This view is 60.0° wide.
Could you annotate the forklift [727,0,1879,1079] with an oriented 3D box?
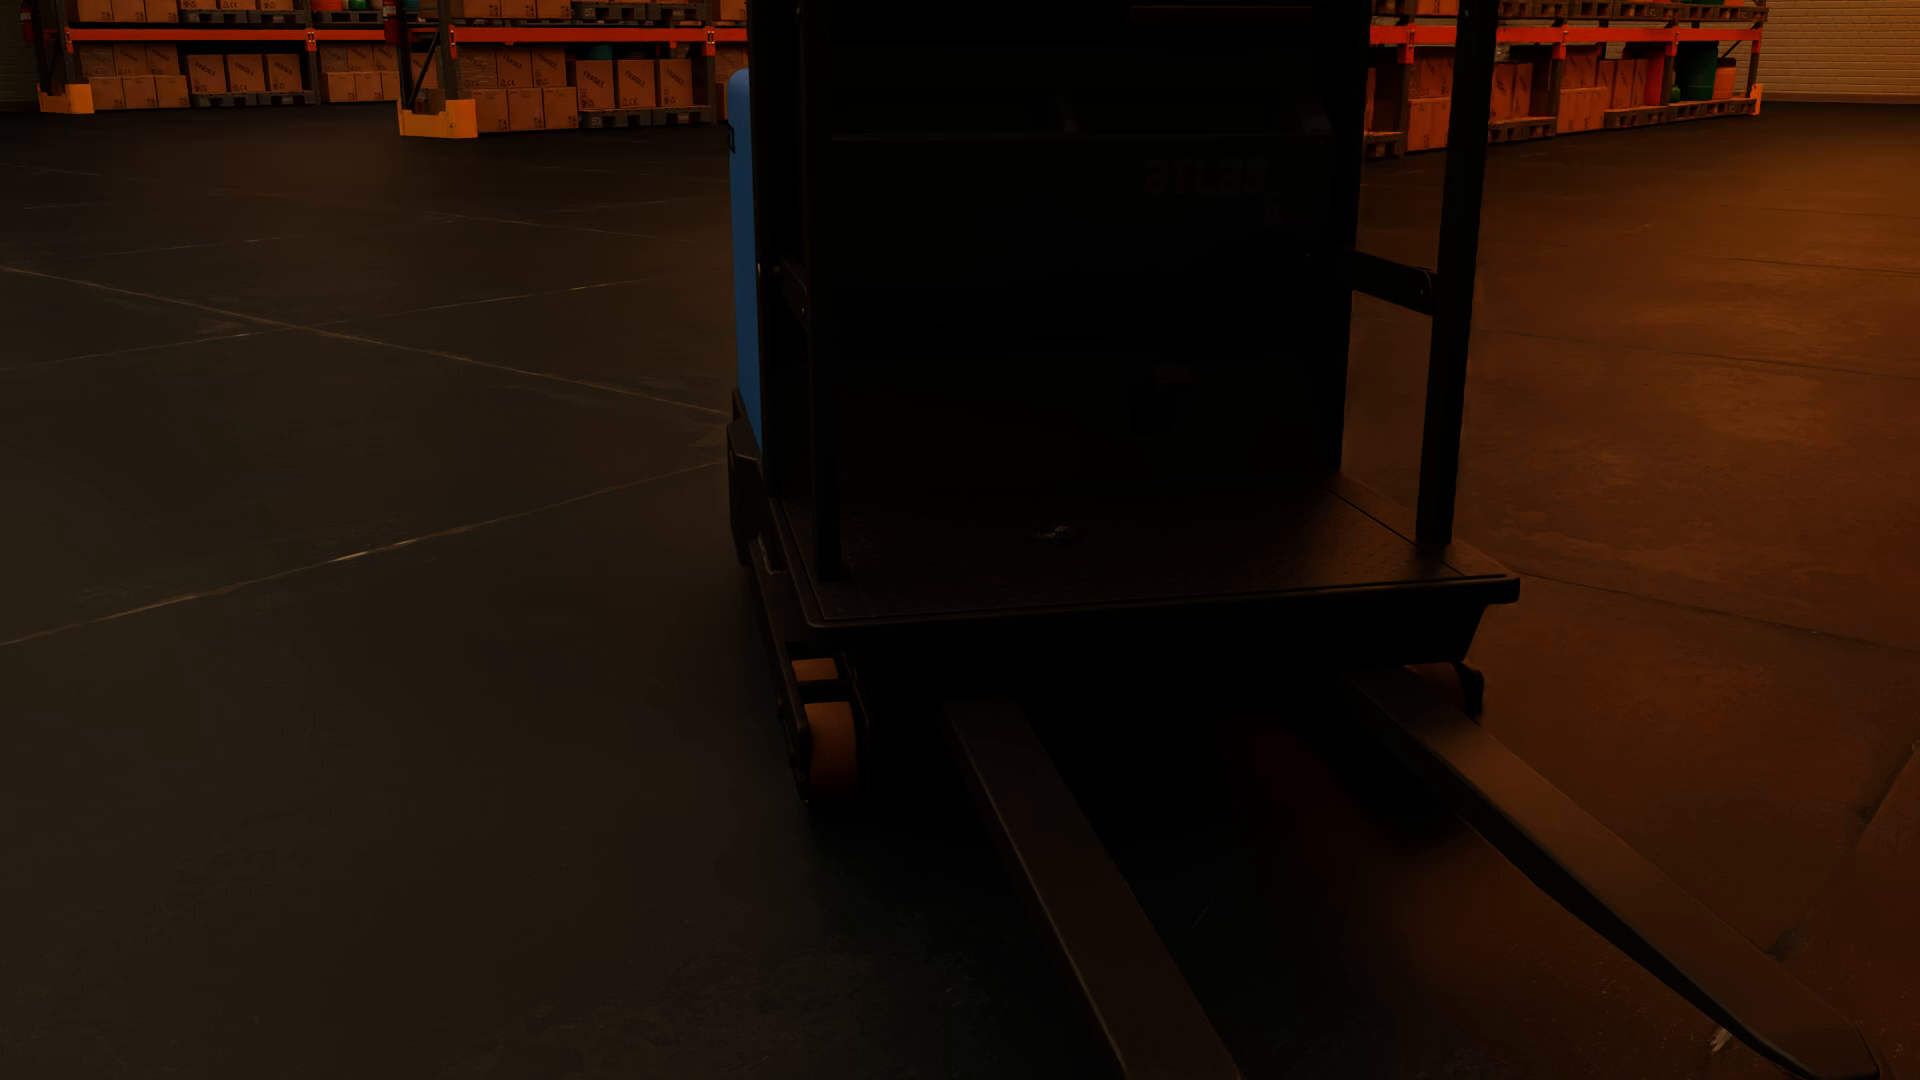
[{"bbox_3d":[0.231,-1.105,2.537,1.130,2.935,3.031,-3,17,-11],"label":"forklift"}]
